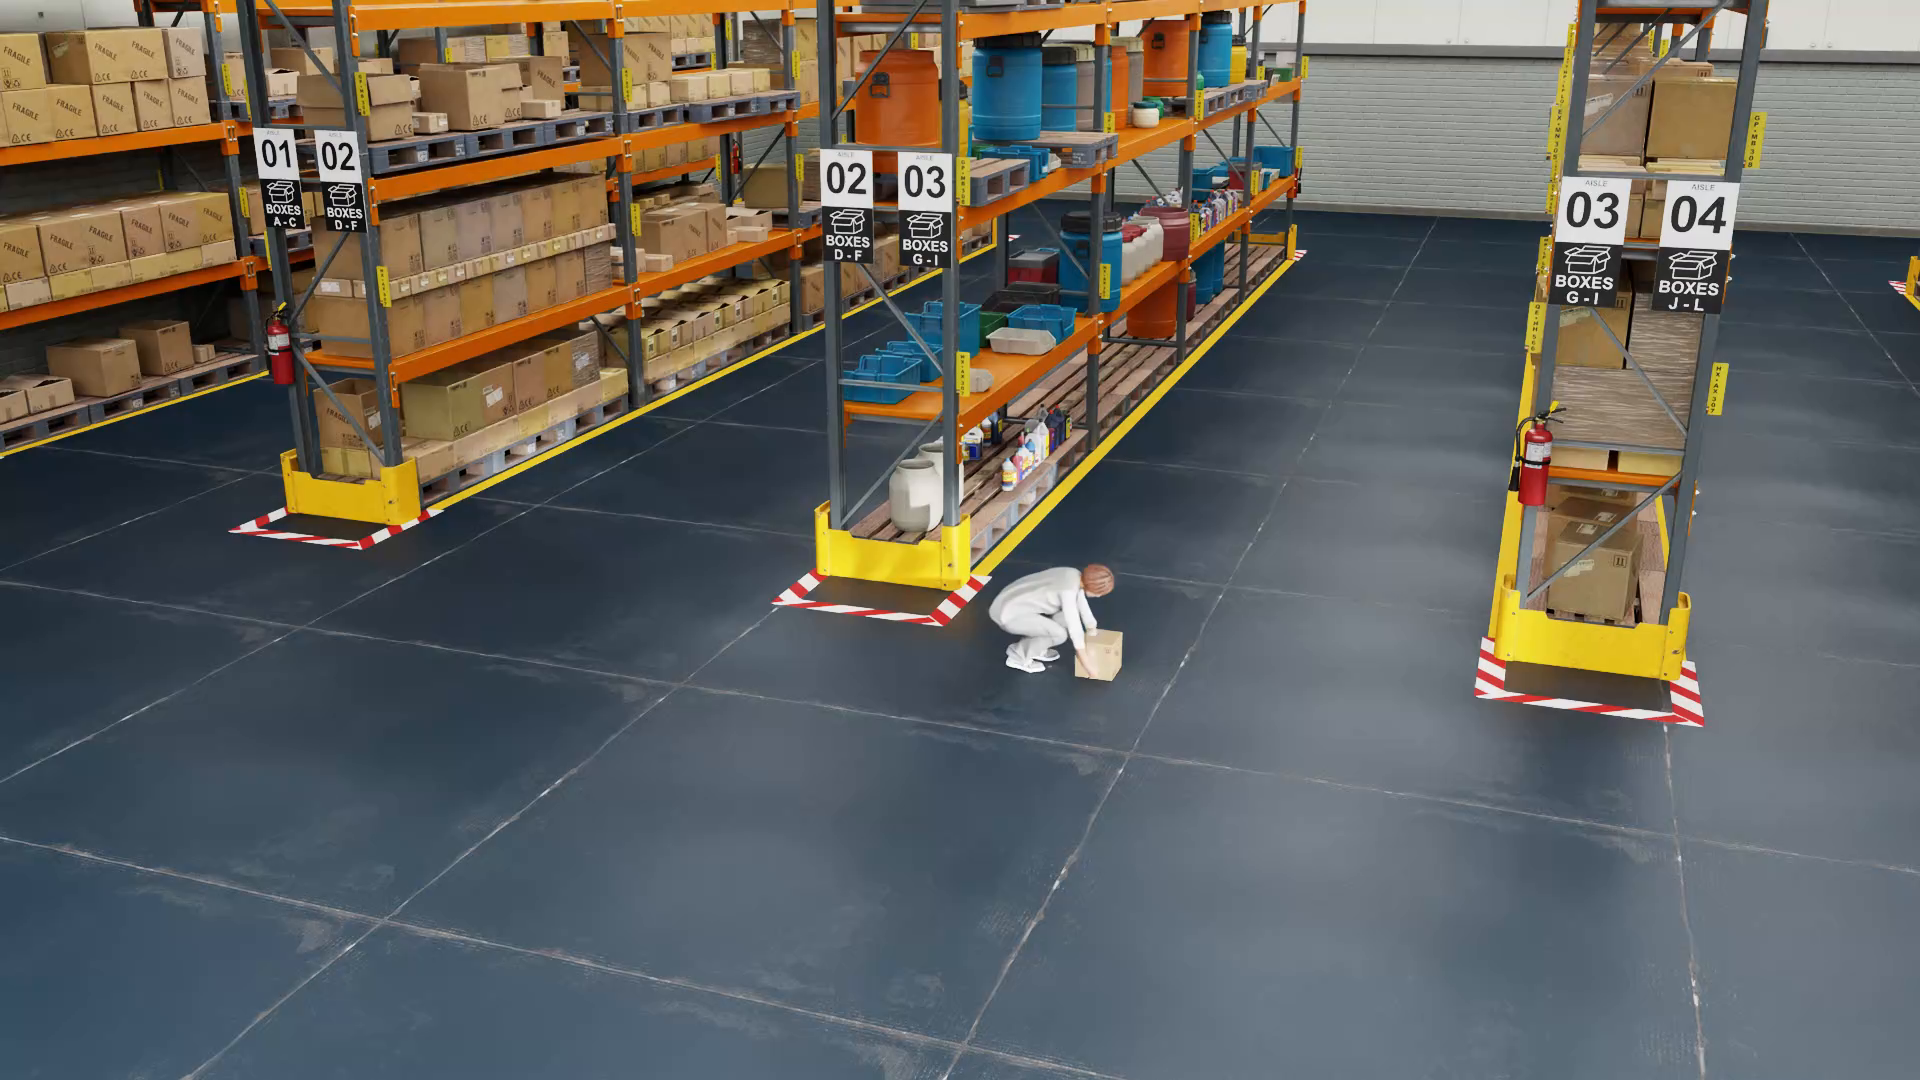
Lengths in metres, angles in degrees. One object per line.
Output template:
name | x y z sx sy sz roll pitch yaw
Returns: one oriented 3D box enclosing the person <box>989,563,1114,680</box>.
person | 0.601 0.507 10.986 0.814 0.763 0.432 6 20 18
